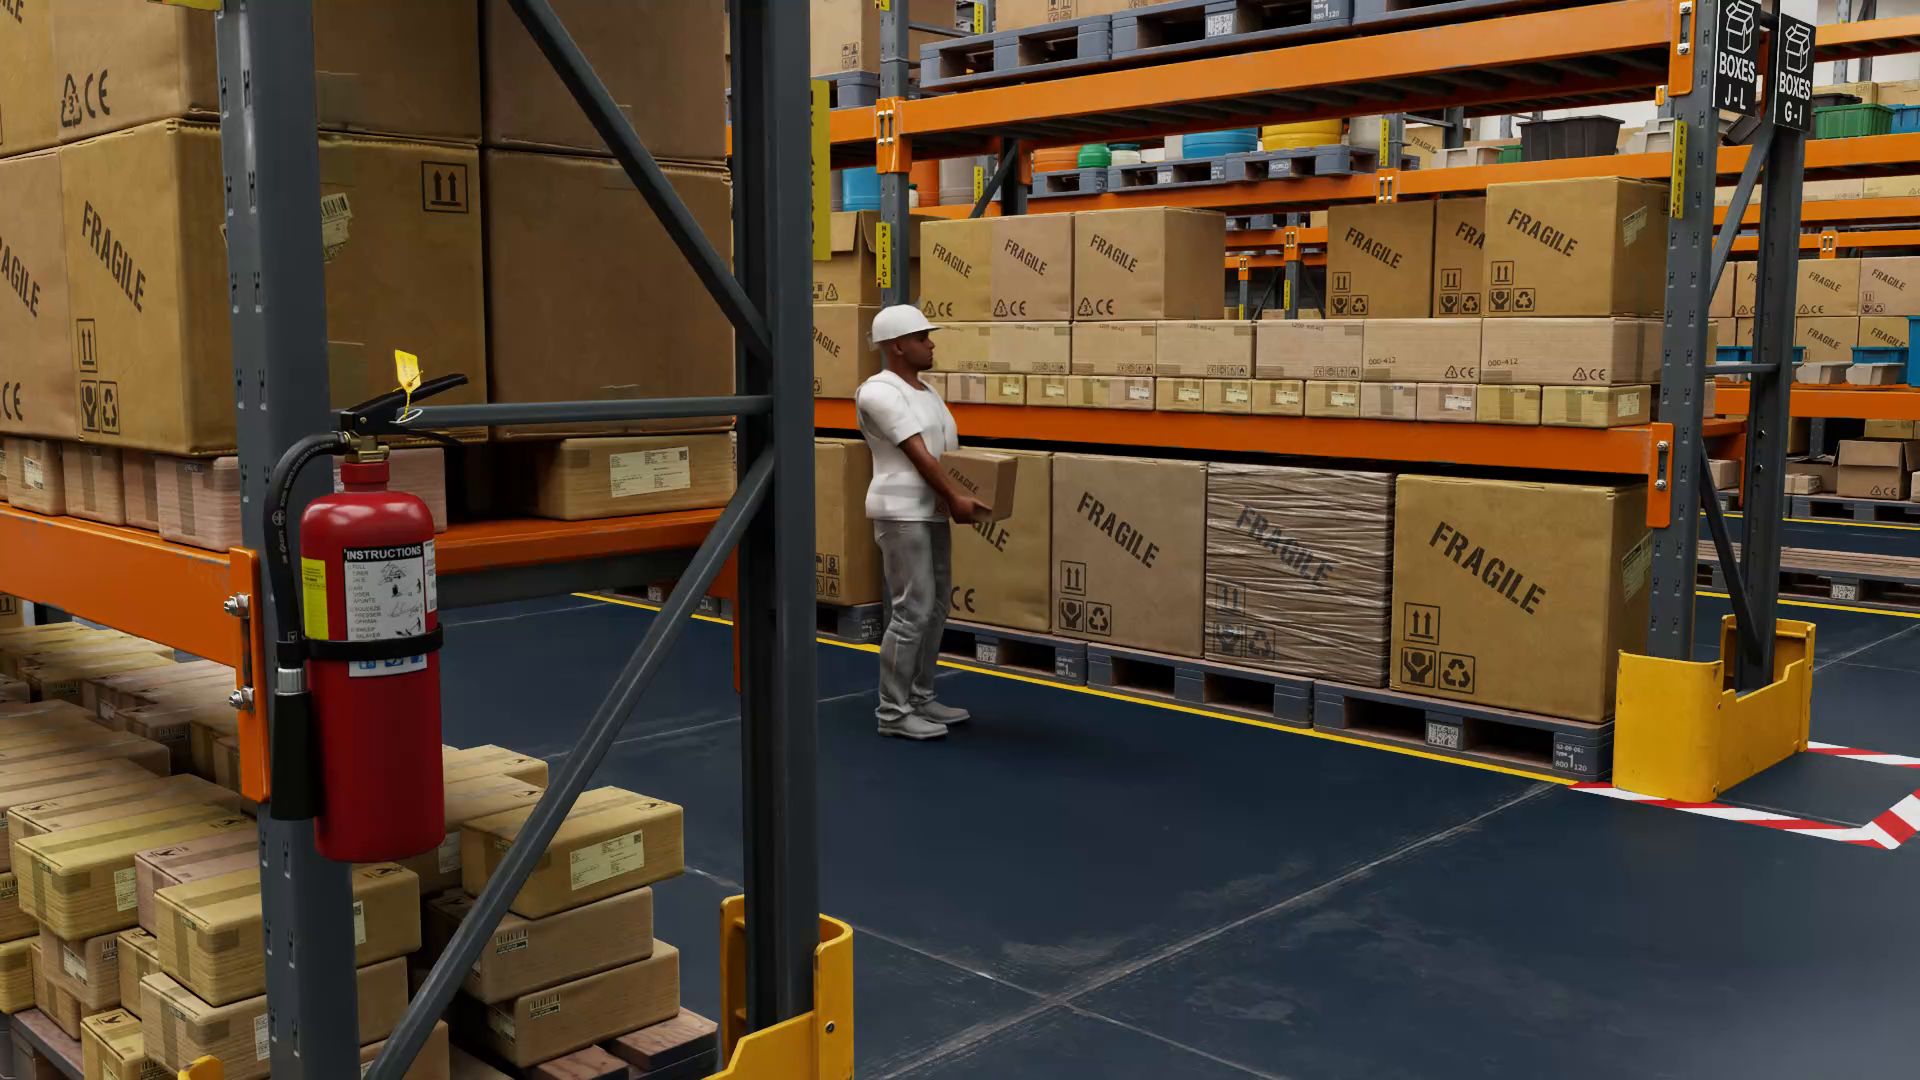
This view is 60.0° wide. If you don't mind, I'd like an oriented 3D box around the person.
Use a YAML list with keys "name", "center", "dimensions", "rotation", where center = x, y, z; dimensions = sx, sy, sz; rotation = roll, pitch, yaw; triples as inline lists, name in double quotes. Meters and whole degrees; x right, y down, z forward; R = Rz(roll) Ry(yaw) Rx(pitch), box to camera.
- name: "person"
  center: [-0.097, -0.081, 6.842]
  dimensions: [0.586, 1.760, 0.503]
  rotation: [3, 7, 20]
